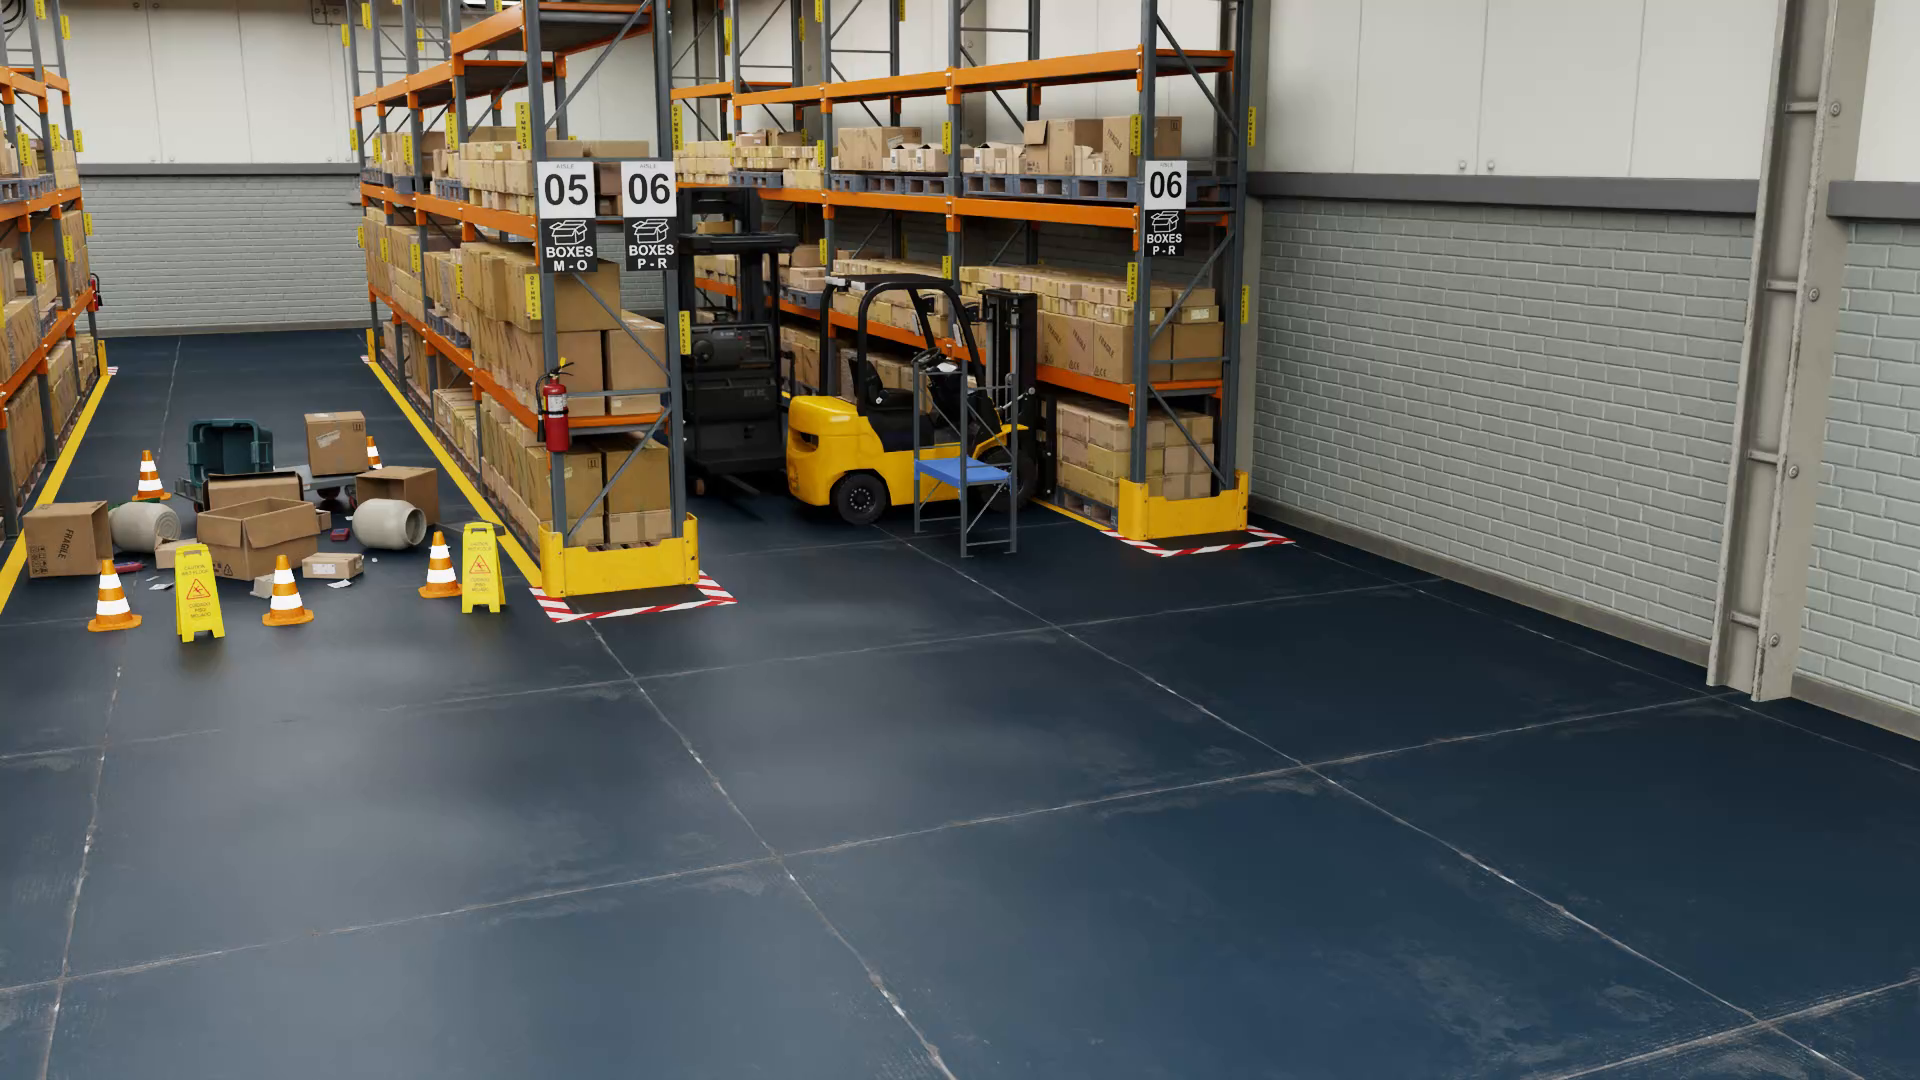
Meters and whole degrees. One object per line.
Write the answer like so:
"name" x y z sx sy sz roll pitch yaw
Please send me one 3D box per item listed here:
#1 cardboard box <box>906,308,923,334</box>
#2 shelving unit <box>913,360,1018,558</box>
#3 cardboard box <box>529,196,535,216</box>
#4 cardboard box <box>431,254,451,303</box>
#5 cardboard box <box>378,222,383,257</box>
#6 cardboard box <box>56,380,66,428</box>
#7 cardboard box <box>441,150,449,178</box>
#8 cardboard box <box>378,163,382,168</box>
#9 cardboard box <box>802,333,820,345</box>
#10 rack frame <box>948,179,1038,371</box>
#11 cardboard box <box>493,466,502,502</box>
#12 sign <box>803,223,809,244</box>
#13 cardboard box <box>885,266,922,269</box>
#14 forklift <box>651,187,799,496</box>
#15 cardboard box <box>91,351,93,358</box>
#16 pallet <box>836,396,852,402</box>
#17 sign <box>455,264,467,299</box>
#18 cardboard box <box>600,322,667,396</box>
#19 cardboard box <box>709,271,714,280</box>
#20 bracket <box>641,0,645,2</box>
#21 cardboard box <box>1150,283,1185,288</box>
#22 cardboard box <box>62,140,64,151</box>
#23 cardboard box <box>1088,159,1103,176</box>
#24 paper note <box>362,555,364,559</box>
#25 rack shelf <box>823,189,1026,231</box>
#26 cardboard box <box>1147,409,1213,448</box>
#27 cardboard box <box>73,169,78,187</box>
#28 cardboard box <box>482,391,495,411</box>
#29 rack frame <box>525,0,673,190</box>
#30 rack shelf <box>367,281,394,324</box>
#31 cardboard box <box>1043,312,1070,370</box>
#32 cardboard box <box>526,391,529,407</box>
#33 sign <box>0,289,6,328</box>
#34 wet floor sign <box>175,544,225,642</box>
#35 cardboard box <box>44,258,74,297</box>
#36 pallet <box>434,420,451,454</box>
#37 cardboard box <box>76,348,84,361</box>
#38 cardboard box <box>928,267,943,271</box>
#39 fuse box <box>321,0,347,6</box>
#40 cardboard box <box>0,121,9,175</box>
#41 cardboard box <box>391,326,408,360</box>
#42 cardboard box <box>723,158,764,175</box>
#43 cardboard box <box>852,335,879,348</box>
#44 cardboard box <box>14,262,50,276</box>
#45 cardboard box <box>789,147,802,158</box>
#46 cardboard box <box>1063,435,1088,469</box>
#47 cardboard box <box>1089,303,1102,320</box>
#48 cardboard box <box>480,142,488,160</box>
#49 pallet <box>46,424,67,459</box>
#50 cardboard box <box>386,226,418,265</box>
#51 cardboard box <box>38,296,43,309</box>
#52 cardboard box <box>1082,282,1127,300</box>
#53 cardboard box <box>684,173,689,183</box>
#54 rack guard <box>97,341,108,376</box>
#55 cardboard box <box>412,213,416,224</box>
"cardboard box" -0.290 -2.482 18.773 0.500 0.250 0.500 -6 14 -23
"shelving unit" 0.034 -0.713 14.125 0.538 1.500 1.048 -6 14 -23
"cardboard box" -2.985 -2.483 12.350 0.380 0.149 0.250 -6 14 -23
"cardboard box" -5.607 -2.926 18.545 0.500 0.500 0.500 -5 14 -20
"cardboard box" -8.031 -4.289 23.808 0.500 0.500 0.500 -6 14 -24
"cardboard box" -10.540 -1.540 18.983 0.500 0.500 0.500 -5 14 -22
"cardboard box" -5.154 -3.947 17.891 0.797 0.503 0.637 -6 14 -23
"cardboard box" -7.942 -5.327 23.226 0.396 0.266 0.258 -5 14 -21
"cardboard box" -1.941 -2.750 22.773 0.380 0.149 0.250 -5 14 -21
"rack frame" 0.358 -2.371 17.961 1.000 3.000 0.127 -6 14 -23
"cardboard box" -3.975 -0.531 15.180 0.500 0.250 0.500 -5 14 -20
"sign" -2.339 -4.639 25.192 0.100 0.325 0.005 -6 14 -23
"cardboard box" -0.667 -3.159 19.706 0.380 0.149 0.250 -6 14 -23
"forklift" -2.218 -1.970 16.383 1.130 2.935 3.031 -6 14 -24
"cardboard box" -12.808 -2.703 24.129 0.380 0.149 0.250 -6 14 -25
"pallet" -0.950 -1.665 21.096 1.003 0.211 1.213 -6 14 -23
"sign" -4.695 -2.435 15.671 0.100 0.325 0.005 -6 14 -23
"cardboard box" -2.522 -1.412 12.937 0.500 0.500 0.500 -6 14 -24
"cardboard box" -3.807 -4.265 26.702 0.380 0.149 0.250 -6 14 -23
"bracket" -6.144 -10.708 32.697 0.235 0.232 0.430 -6 14 -23
"cardboard box" 1.829 -2.253 15.133 0.380 0.149 0.250 -5 14 -22
"cardboard box" -12.604 -5.450 22.951 0.380 0.149 0.250 -5 14 -22
"cardboard box" 1.350 -3.281 14.643 0.380 0.149 0.250 -6 14 -25
"paper note" -4.991 0.152 13.670 0.148 0.019 0.142 -1 13 -4
"rack shelf" -0.443 -3.895 19.490 1.077 0.370 4.000 -6 14 -23
"cardboard box" 1.941 -1.013 15.044 0.500 0.250 0.500 -6 14 -24
"cardboard box" -12.855 -5.147 23.634 0.500 0.250 0.500 -6 14 -23
"cardboard box" -4.204 -1.291 15.359 0.380 0.149 0.250 -5 14 -22
"rack frame" -2.586 -4.018 11.774 1.000 3.000 0.127 -6 14 -23
"rack shelf" -8.194 -3.637 25.029 1.077 0.370 4.000 -6 14 -23
"cardboard box" 1.118 -1.885 15.640 0.500 0.500 0.500 -6 14 -24
"cardboard box" -3.218 -1.128 13.149 0.380 0.149 0.250 -6 14 -24
"sign" -8.176 -1.965 14.110 0.100 0.325 0.005 -6 14 -23
"wet floor sign" -5.255 0.347 11.441 0.267 0.644 0.232 -9 16 -33
"cardboard box" -11.856 -3.425 21.636 0.500 0.500 0.500 -6 14 -24
"pallet" -5.479 -1.228 19.208 1.003 0.211 1.213 -6 14 -23
"cardboard box" -12.191 -2.524 22.694 0.380 0.149 0.250 -5 14 -22
"cardboard box" -0.154 -3.147 19.654 0.380 0.149 0.250 -5 14 -22
"fuse box" -11.496 -10.017 30.597 0.513 0.334 0.176 -6 14 -23
"cardboard box" -9.333 -3.710 15.719 0.500 0.500 0.500 -6 14 -23
"cardboard box" -8.265 -3.042 25.611 0.875 0.438 0.875 -5 14 -21
"cardboard box" -3.269 -5.634 25.081 0.500 0.250 0.500 -6 14 -23
"cardboard box" -1.249 -2.693 22.528 0.380 0.149 0.250 -5 14 -21
"cardboard box" -11.338 -3.304 20.301 0.380 0.149 0.250 -6 14 -25
"cardboard box" -2.069 -5.185 22.258 0.380 0.149 0.250 -6 14 -24
"cardboard box" 1.288 -0.830 15.362 0.500 0.250 0.500 -6 14 -24
"cardboard box" 1.387 -2.065 14.979 0.380 0.149 0.250 -5 14 -22
"cardboard box" -3.906 -3.345 14.306 0.380 0.149 0.250 -6 14 -25
"pallet" -10.597 -1.083 18.582 1.003 0.211 1.213 -6 14 -23
"cardboard box" -7.480 -3.994 22.533 0.500 0.500 0.500 -5 14 -22
"cardboard box" -10.714 -2.695 18.986 0.380 0.149 0.250 -5 14 -21
"cardboard box" 1.335 -2.267 15.193 0.380 0.149 0.250 -6 14 -23
"cardboard box" -4.312 -5.935 27.266 0.380 0.149 0.250 -5 14 -22
"rack guard" -13.460 -2.700 24.925 1.175 0.500 0.348 -6 14 -23
"cardboard box" -7.814 -4.526 23.394 0.380 0.149 0.250 -5 14 -22
